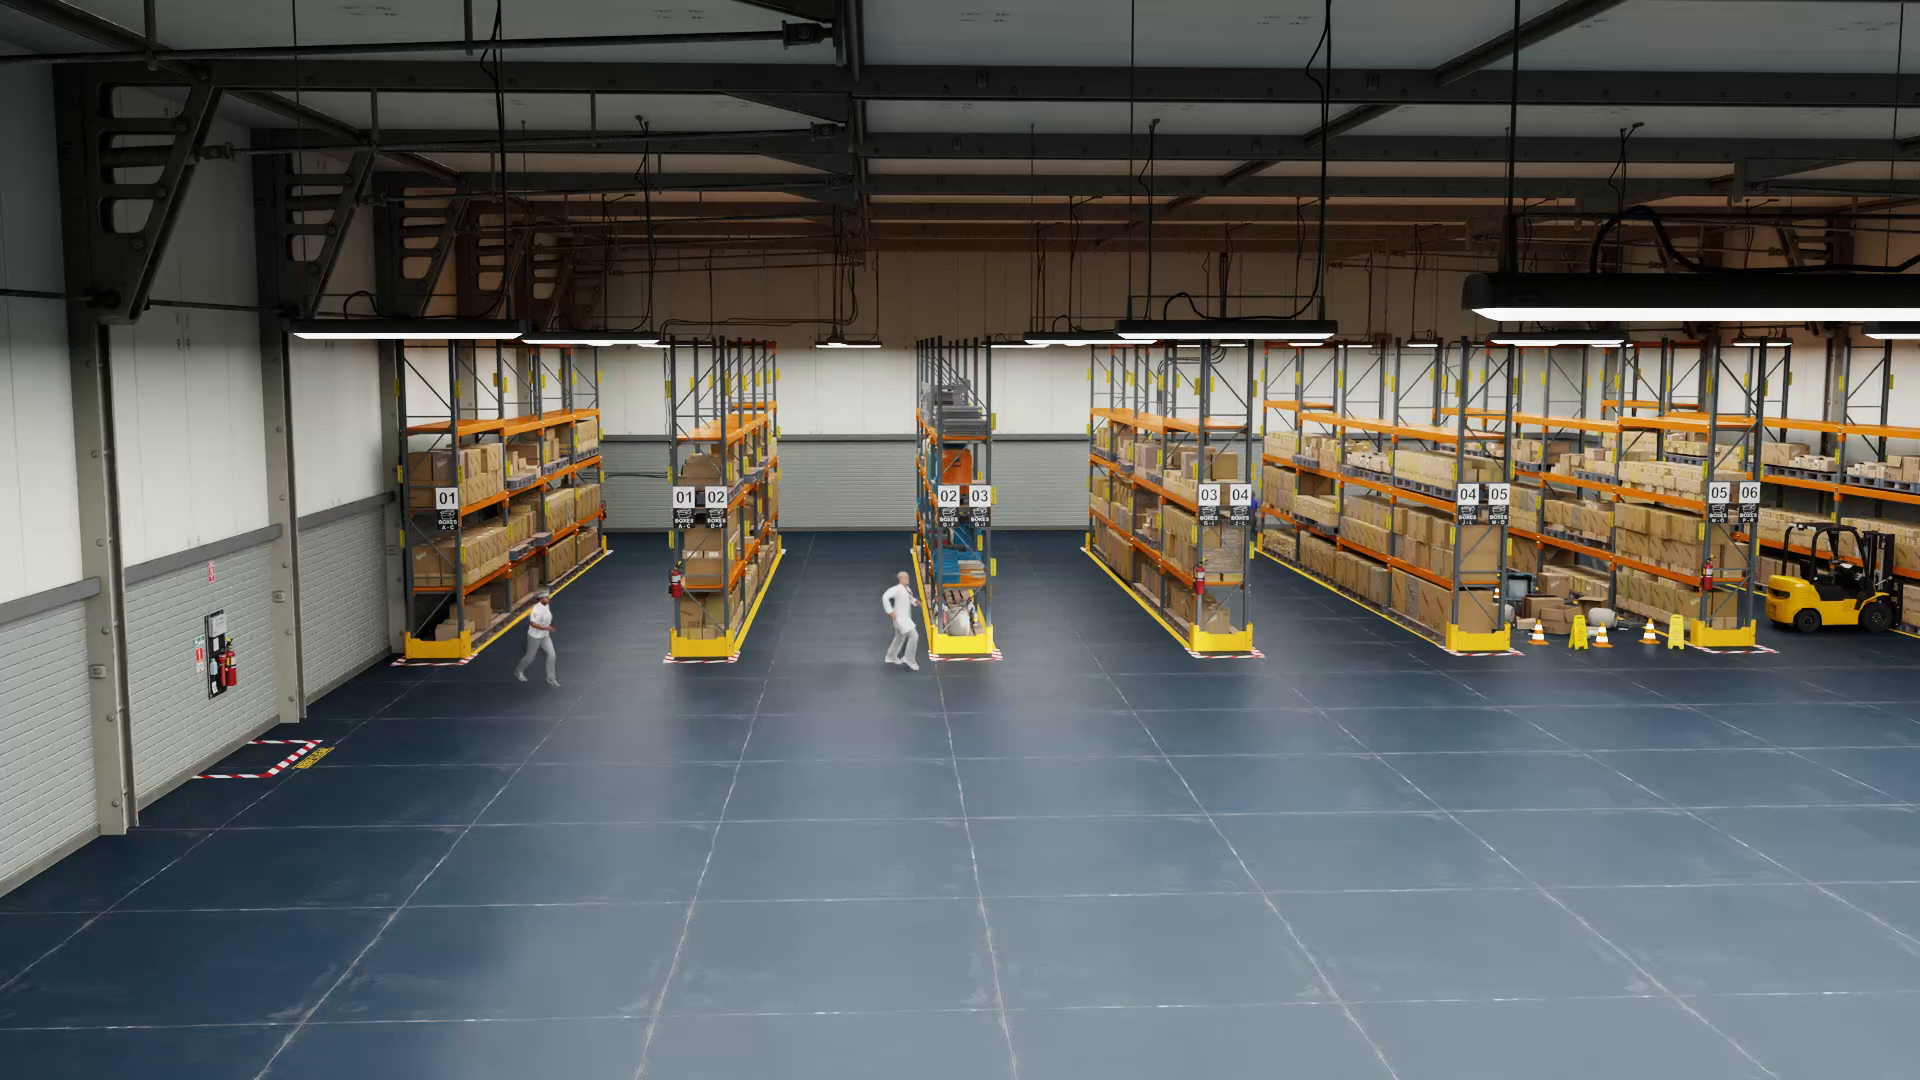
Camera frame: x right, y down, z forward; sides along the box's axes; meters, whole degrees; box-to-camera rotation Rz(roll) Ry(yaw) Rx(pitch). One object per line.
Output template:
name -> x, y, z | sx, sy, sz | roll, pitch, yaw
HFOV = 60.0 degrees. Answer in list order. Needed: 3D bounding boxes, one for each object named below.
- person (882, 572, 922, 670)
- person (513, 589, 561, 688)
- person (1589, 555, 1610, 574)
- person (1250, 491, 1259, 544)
person -> -1.073, 1.468, 29.863 | 0.751, 1.824, 0.796 | 2, 7, 17
person -> -7.265, 1.673, 28.500 | 0.930, 1.711, 0.595 | 3, 7, 22
person -> 16.202, 0.154, 42.026 | 0.562, 1.622, 0.787 | -2, 7, -16
person -> 8.563, -0.609, 48.736 | 0.852, 1.677, 0.597 | -3, 7, -23
